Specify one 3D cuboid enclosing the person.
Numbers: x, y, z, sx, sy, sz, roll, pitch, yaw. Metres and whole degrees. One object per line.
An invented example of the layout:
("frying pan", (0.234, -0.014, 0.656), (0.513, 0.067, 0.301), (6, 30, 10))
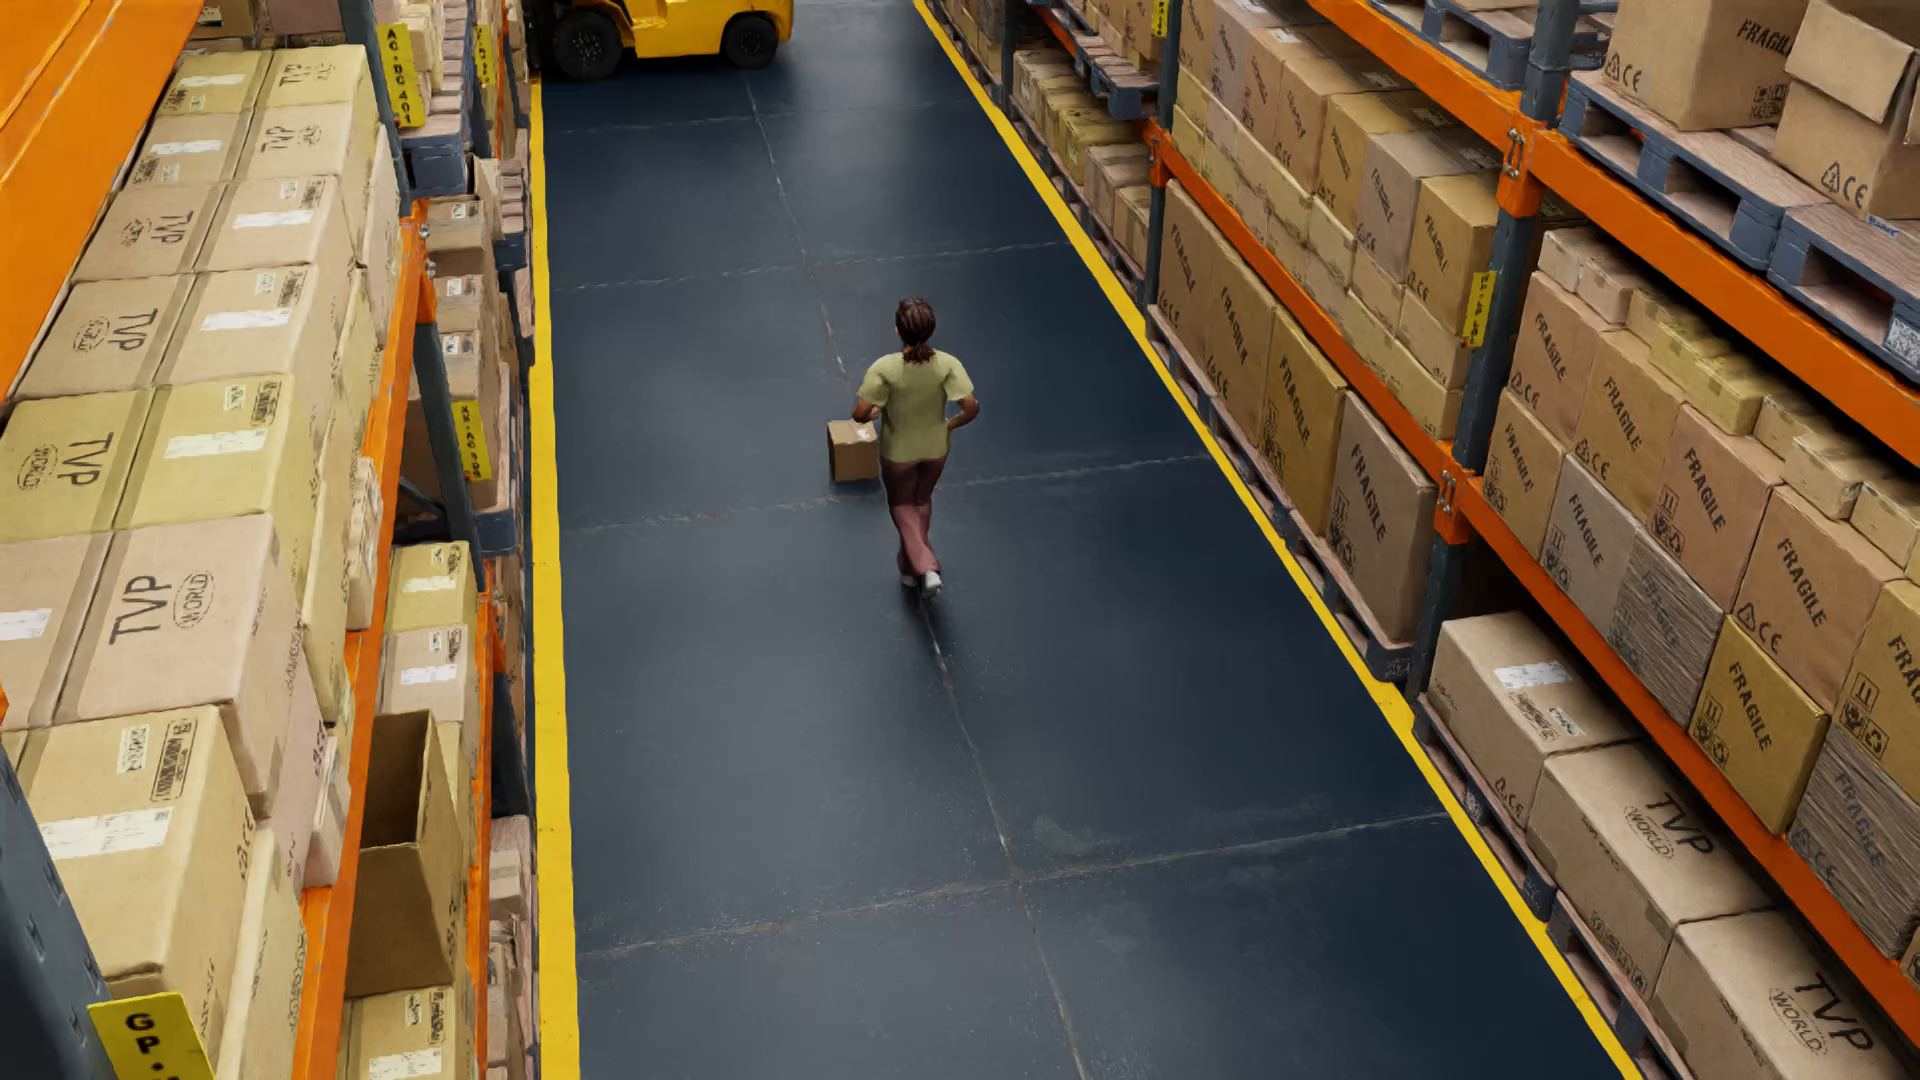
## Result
("person", (-0.227, -0.311, 8.045), (0.594, 1.391, 0.681), (-7, 35, -10))
